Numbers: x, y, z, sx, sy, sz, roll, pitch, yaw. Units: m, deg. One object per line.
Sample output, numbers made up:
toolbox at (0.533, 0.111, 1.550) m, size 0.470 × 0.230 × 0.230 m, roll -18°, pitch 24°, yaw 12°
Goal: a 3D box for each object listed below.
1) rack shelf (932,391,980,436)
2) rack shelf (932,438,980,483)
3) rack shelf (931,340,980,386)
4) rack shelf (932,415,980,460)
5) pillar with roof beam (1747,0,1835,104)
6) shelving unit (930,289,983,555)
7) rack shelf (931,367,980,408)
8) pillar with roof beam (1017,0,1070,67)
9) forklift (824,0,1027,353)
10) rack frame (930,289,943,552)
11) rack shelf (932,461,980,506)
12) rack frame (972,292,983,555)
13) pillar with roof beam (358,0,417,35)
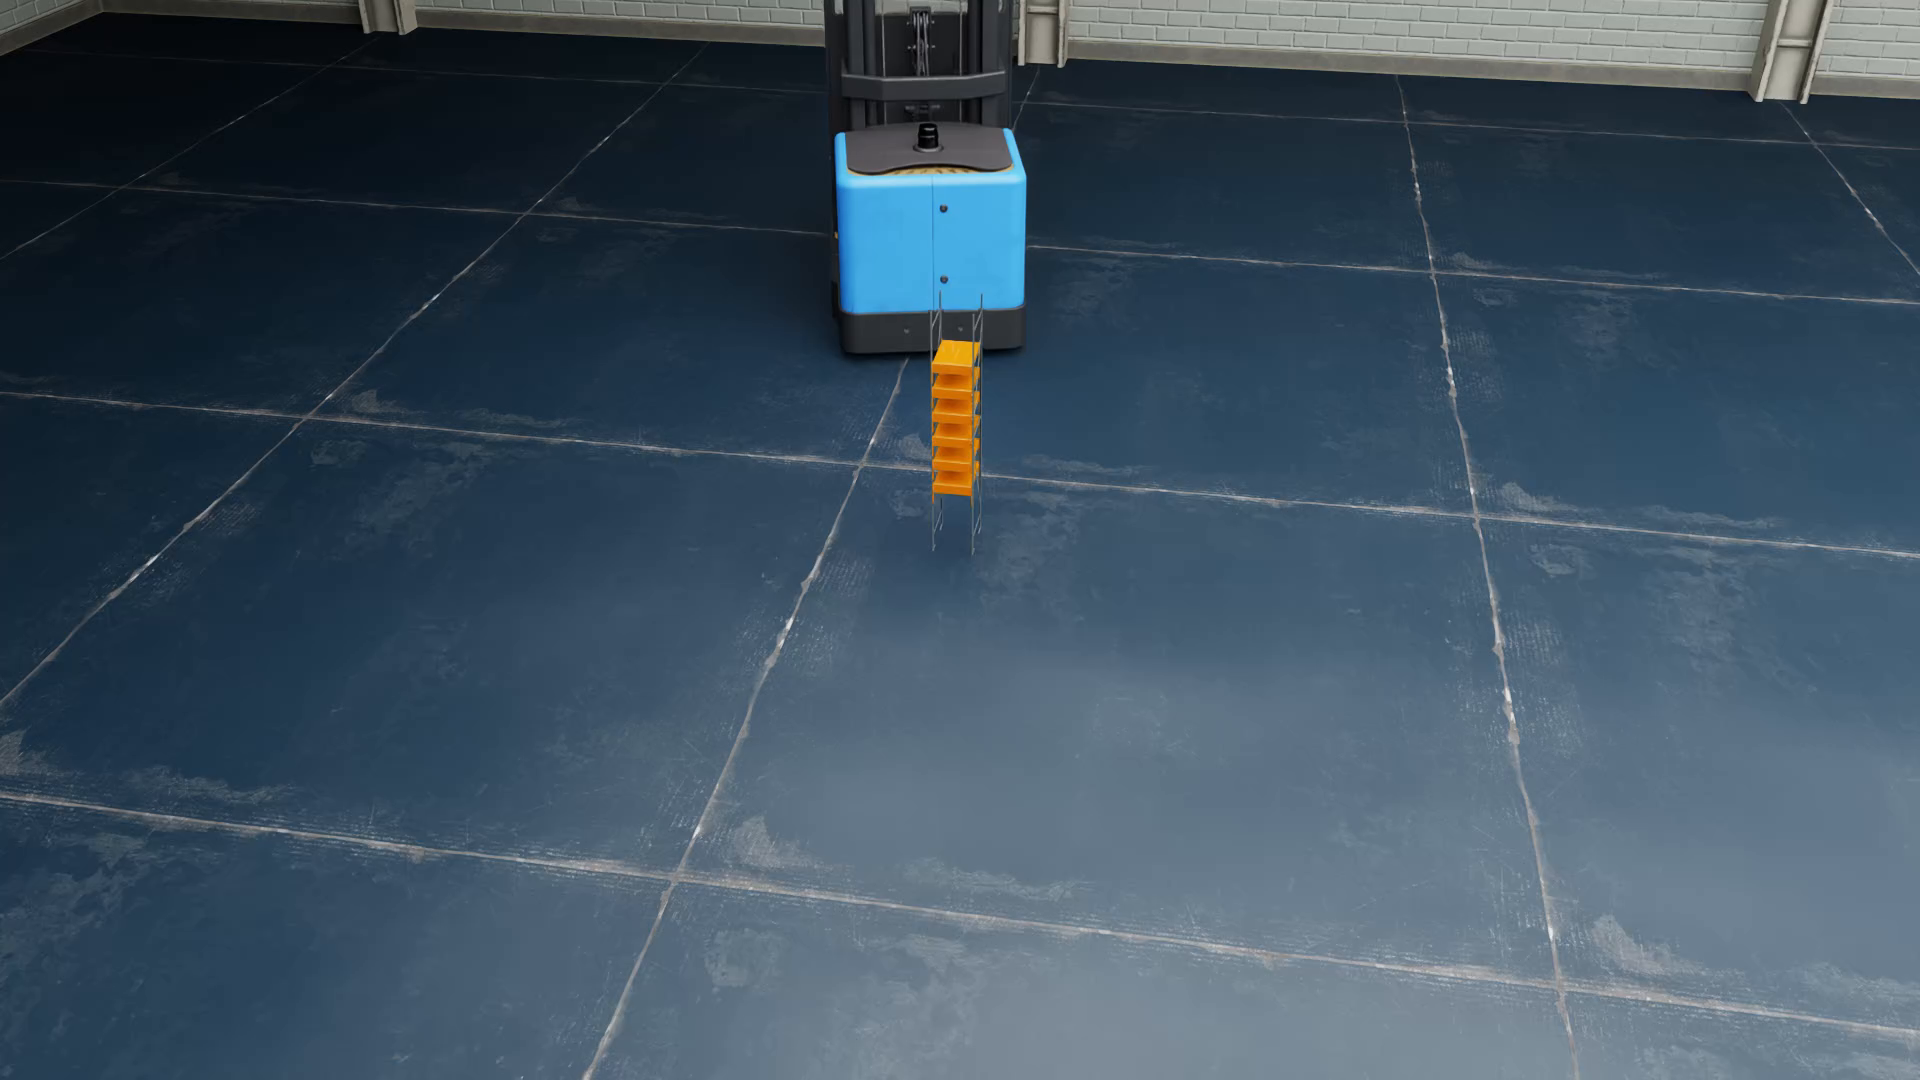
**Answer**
rack shelf at (-0.014, -0.574, 7.394) m, size 0.180 × 0.103 × 0.258 m, roll 5°, pitch 32°, yaw 8°
rack shelf at (-0.014, -0.370, 7.521) m, size 0.180 × 0.103 × 0.258 m, roll 5°, pitch 32°, yaw 8°
rack shelf at (-0.014, -0.777, 7.266) m, size 0.180 × 0.103 × 0.258 m, roll 5°, pitch 32°, yaw 8°
rack shelf at (-0.014, -0.472, 7.457) m, size 0.180 × 0.103 × 0.258 m, roll 5°, pitch 32°, yaw 8°
pillar with roof beam at (5.904, -5.161, 7.514) m, size 0.400 × 9.000 × 9.100 m, roll 5°, pitch 32°, yaw 8°
shelving unit at (-0.014, -0.510, 7.434) m, size 0.189 × 1.200 × 0.258 m, roll 5°, pitch 32°, yaw 8°
rack shelf at (-0.014, -0.676, 7.330) m, size 0.180 × 0.103 × 0.258 m, roll 5°, pitch 32°, yaw 8°
pillar with roof beam at (-0.010, -5.697, 8.370) m, size 0.400 × 9.000 × 9.100 m, roll 5°, pitch 32°, yaw 8°
forklift at (-0.258, -3.040, 9.844) m, size 1.130 × 2.935 × 3.031 m, roll -2°, pitch 32°, yaw -4°
rack frame at (-0.104, -0.518, 7.447) m, size 0.006 × 1.200 × 0.240 m, roll 5°, pitch 32°, yaw 8°
rack shelf at (-0.014, -0.269, 7.585) m, size 0.180 × 0.103 × 0.258 m, roll 5°, pitch 32°, yaw 8°
rack frame at (0.076, -0.502, 7.421) m, size 0.006 × 1.200 × 0.240 m, roll 5°, pitch 32°, yaw 8°
pillar with roof beam at (-5.925, -6.232, 9.226) m, size 0.400 × 9.000 × 9.100 m, roll 5°, pitch 32°, yaw 8°
